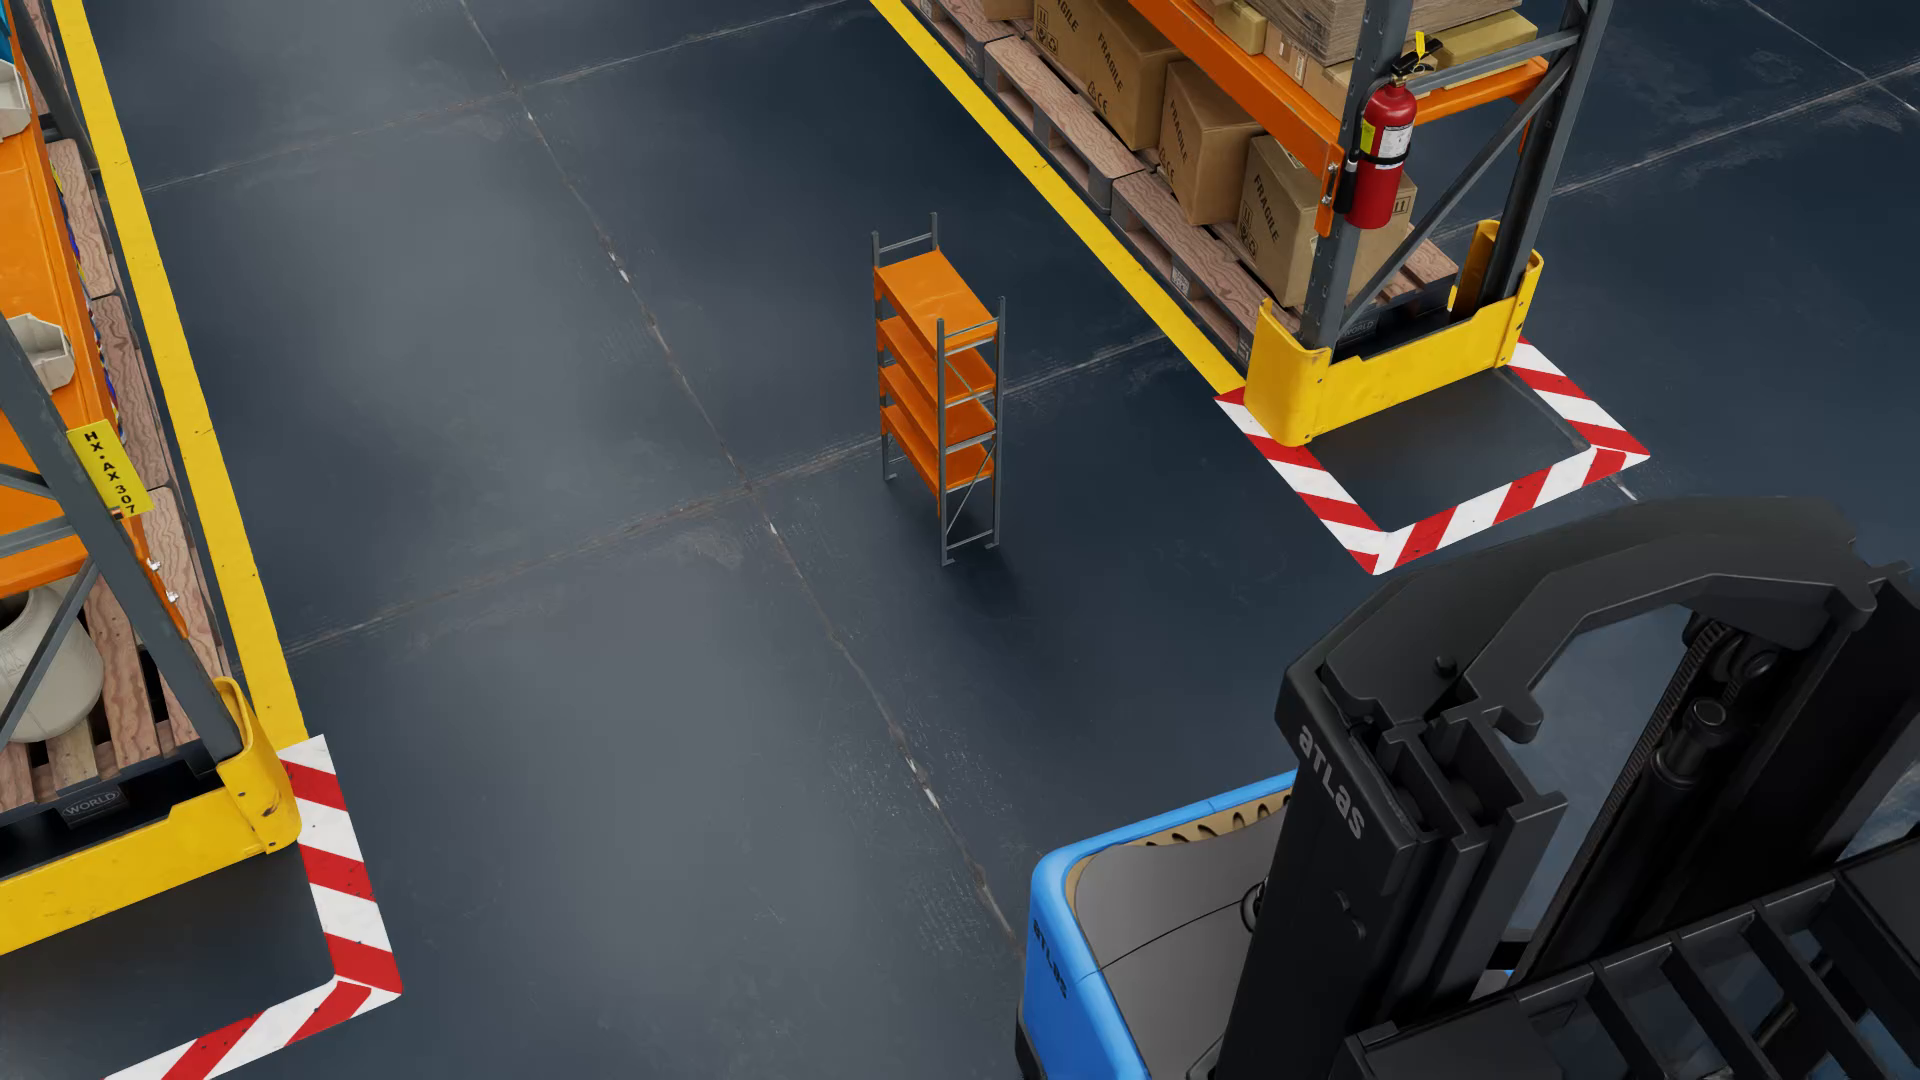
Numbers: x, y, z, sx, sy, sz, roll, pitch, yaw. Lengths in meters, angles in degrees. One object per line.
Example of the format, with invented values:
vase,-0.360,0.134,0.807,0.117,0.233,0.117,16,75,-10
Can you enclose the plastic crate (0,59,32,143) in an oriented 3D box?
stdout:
plastic crate,-3.509,-1.488,5.734,0.530,0.136,0.437,-21,52,-18

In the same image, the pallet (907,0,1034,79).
pallet,0.265,-2.925,8.668,1.003,0.211,1.213,-21,52,-18

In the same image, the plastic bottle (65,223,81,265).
plastic bottle,-3.727,-1.270,6.880,0.061,0.283,0.133,-18,51,-15

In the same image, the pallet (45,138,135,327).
pallet,-4.207,-1.192,7.152,1.003,0.211,1.213,-21,52,-18

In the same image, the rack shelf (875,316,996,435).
rack shelf,-0.076,-0.609,5.778,0.258,0.148,0.480,-21,52,-18

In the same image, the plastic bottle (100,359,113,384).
plastic bottle,-3.356,-0.694,6.384,0.097,0.271,0.097,0,49,0

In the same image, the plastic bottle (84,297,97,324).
plastic bottle,-3.541,-0.941,6.647,0.097,0.201,0.097,0,49,0

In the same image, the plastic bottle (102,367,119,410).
plastic bottle,-3.287,-0.626,6.317,0.061,0.283,0.133,-20,52,-17

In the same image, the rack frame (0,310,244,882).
rack frame,-2.647,0.103,4.167,1.000,3.000,0.127,-21,52,-18

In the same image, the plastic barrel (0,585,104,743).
plastic barrel,-3.016,0.370,5.308,0.421,0.512,0.421,0,49,0

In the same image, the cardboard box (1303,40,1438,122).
cardboard box,1.443,-1.640,5.858,0.380,0.149,0.250,-21,52,-18

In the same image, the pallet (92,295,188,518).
pallet,-3.645,-0.375,6.437,1.003,0.211,1.213,-21,52,-18

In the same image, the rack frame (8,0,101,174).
rack frame,-4.477,-2.574,6.509,1.000,3.000,0.127,-21,52,-18

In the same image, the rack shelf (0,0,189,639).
rack shelf,-3.562,-0.999,5.609,1.077,0.370,4.000,-21,52,-18

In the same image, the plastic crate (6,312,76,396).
plastic crate,-2.770,-0.520,4.887,0.298,0.136,0.250,-21,52,-18

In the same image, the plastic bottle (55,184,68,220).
plastic bottle,-3.926,-1.515,7.050,0.144,0.351,0.185,-22,53,-18

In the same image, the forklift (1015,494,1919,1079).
forklift,1.153,1.447,3.037,1.130,2.935,3.031,-16,51,-13

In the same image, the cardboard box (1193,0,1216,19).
cardboard box,1.068,-2.130,6.287,0.380,0.149,0.250,-21,52,-18

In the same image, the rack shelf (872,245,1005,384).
rack shelf,-0.076,-0.765,5.599,0.258,0.148,0.480,-21,52,-18

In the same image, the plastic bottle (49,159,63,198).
plastic bottle,-3.964,-1.616,7.183,0.061,0.283,0.133,-19,51,-16

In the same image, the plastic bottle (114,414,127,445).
plastic bottle,-3.199,-0.464,6.184,0.097,0.271,0.097,0,49,0

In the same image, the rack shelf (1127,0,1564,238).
rack shelf,0.842,-2.705,7.101,1.077,0.370,4.000,-21,52,-18

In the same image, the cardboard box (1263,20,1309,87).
cardboard box,1.329,-1.807,6.005,0.380,0.149,0.250,-21,52,-18

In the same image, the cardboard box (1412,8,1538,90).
cardboard box,1.839,-1.793,5.992,0.380,0.149,0.250,-21,52,-18

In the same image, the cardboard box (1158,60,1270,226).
cardboard box,1.182,-1.730,7.152,0.500,0.500,0.500,-9,49,-8

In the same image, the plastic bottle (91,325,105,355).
plastic bottle,-3.447,-0.804,6.527,0.097,0.201,0.097,0,49,0

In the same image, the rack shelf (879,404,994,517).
rack shelf,-0.076,-0.331,6.095,0.258,0.148,0.480,-21,52,-18

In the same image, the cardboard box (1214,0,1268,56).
cardboard box,1.169,-1.957,6.136,0.380,0.149,0.250,-21,52,-18

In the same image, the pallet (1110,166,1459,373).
pallet,1.382,-1.292,7.239,1.003,0.211,1.213,-21,52,-18

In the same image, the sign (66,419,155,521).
sign,-2.156,-0.175,4.226,0.100,0.325,0.005,-21,52,-18

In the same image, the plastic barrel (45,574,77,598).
plastic barrel,-3.245,0.034,5.601,0.421,0.512,0.421,0,49,0

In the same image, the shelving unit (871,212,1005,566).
shelving unit,-0.076,-0.506,5.895,0.258,1.200,0.503,-21,52,-18

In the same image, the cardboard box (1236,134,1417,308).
cardboard box,1.486,-1.342,6.813,0.500,0.500,0.500,-13,50,-11

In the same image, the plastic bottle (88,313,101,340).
plastic bottle,-3.495,-0.896,6.561,0.097,0.271,0.097,0,49,0

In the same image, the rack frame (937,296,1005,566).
rack frame,0.036,-0.342,5.752,0.240,1.200,0.015,-21,52,-18

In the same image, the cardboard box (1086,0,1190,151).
cardboard box,0.913,-2.156,7.524,0.500,0.500,0.500,-17,51,-14

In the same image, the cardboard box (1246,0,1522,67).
cardboard box,1.530,-2.111,5.840,0.875,0.500,0.500,-21,52,-18

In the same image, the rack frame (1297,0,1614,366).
rack frame,1.757,-1.603,5.659,1.000,3.000,0.127,-21,52,-18

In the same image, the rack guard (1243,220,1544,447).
rack guard,1.722,-0.831,6.644,1.175,0.500,0.348,-21,52,-18

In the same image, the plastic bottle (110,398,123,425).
plastic bottle,-3.247,-0.511,6.271,0.097,0.201,0.097,0,49,0

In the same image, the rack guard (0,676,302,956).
rack guard,-2.724,0.891,5.138,1.175,0.500,0.348,-21,52,-18

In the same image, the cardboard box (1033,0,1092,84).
cardboard box,0.697,-2.545,7.864,0.500,0.500,0.500,-26,54,-21

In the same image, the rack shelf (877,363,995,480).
rack shelf,-0.076,-0.462,5.946,0.258,0.148,0.480,-21,52,-18

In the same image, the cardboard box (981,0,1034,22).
cardboard box,0.343,-2.933,8.204,0.500,0.500,0.500,-7,49,-6

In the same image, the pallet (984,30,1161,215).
pallet,0.828,-2.107,7.953,1.003,0.211,1.213,-21,52,-18

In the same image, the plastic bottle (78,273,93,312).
plastic bottle,-3.620,-1.036,6.680,0.152,0.276,0.135,-20,52,-17

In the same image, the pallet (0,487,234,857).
pallet,-3.091,0.441,5.724,1.003,0.211,1.213,-21,52,-18

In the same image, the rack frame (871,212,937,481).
rack frame,-0.187,-0.669,6.038,0.240,1.200,0.015,-21,52,-18

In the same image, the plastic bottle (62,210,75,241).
plastic bottle,-3.839,-1.387,6.937,0.144,0.351,0.185,-24,53,-19

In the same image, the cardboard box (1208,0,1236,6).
cardboard box,1.194,-2.405,6.096,0.875,0.500,0.500,-21,52,-18

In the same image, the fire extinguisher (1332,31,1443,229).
fire extinguisher,1.400,-1.342,5.482,0.296,0.674,0.183,-21,52,-18

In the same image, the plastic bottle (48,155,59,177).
plastic bottle,-4.034,-1.662,7.278,0.097,0.201,0.097,0,49,0

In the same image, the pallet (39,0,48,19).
pallet,-5.433,-2.986,8.721,1.003,0.211,1.213,-21,52,-18

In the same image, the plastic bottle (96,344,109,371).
plastic bottle,-3.402,-0.761,6.443,0.097,0.271,0.097,0,49,0

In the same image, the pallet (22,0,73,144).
pallet,-4.871,-2.168,8.006,1.003,0.211,1.213,-21,52,-18

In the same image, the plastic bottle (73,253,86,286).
plastic bottle,-3.691,-1.170,6.748,0.144,0.351,0.185,-21,52,-18

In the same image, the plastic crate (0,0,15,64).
plastic crate,-3.729,-1.878,5.998,0.499,0.251,0.616,-21,52,-18
